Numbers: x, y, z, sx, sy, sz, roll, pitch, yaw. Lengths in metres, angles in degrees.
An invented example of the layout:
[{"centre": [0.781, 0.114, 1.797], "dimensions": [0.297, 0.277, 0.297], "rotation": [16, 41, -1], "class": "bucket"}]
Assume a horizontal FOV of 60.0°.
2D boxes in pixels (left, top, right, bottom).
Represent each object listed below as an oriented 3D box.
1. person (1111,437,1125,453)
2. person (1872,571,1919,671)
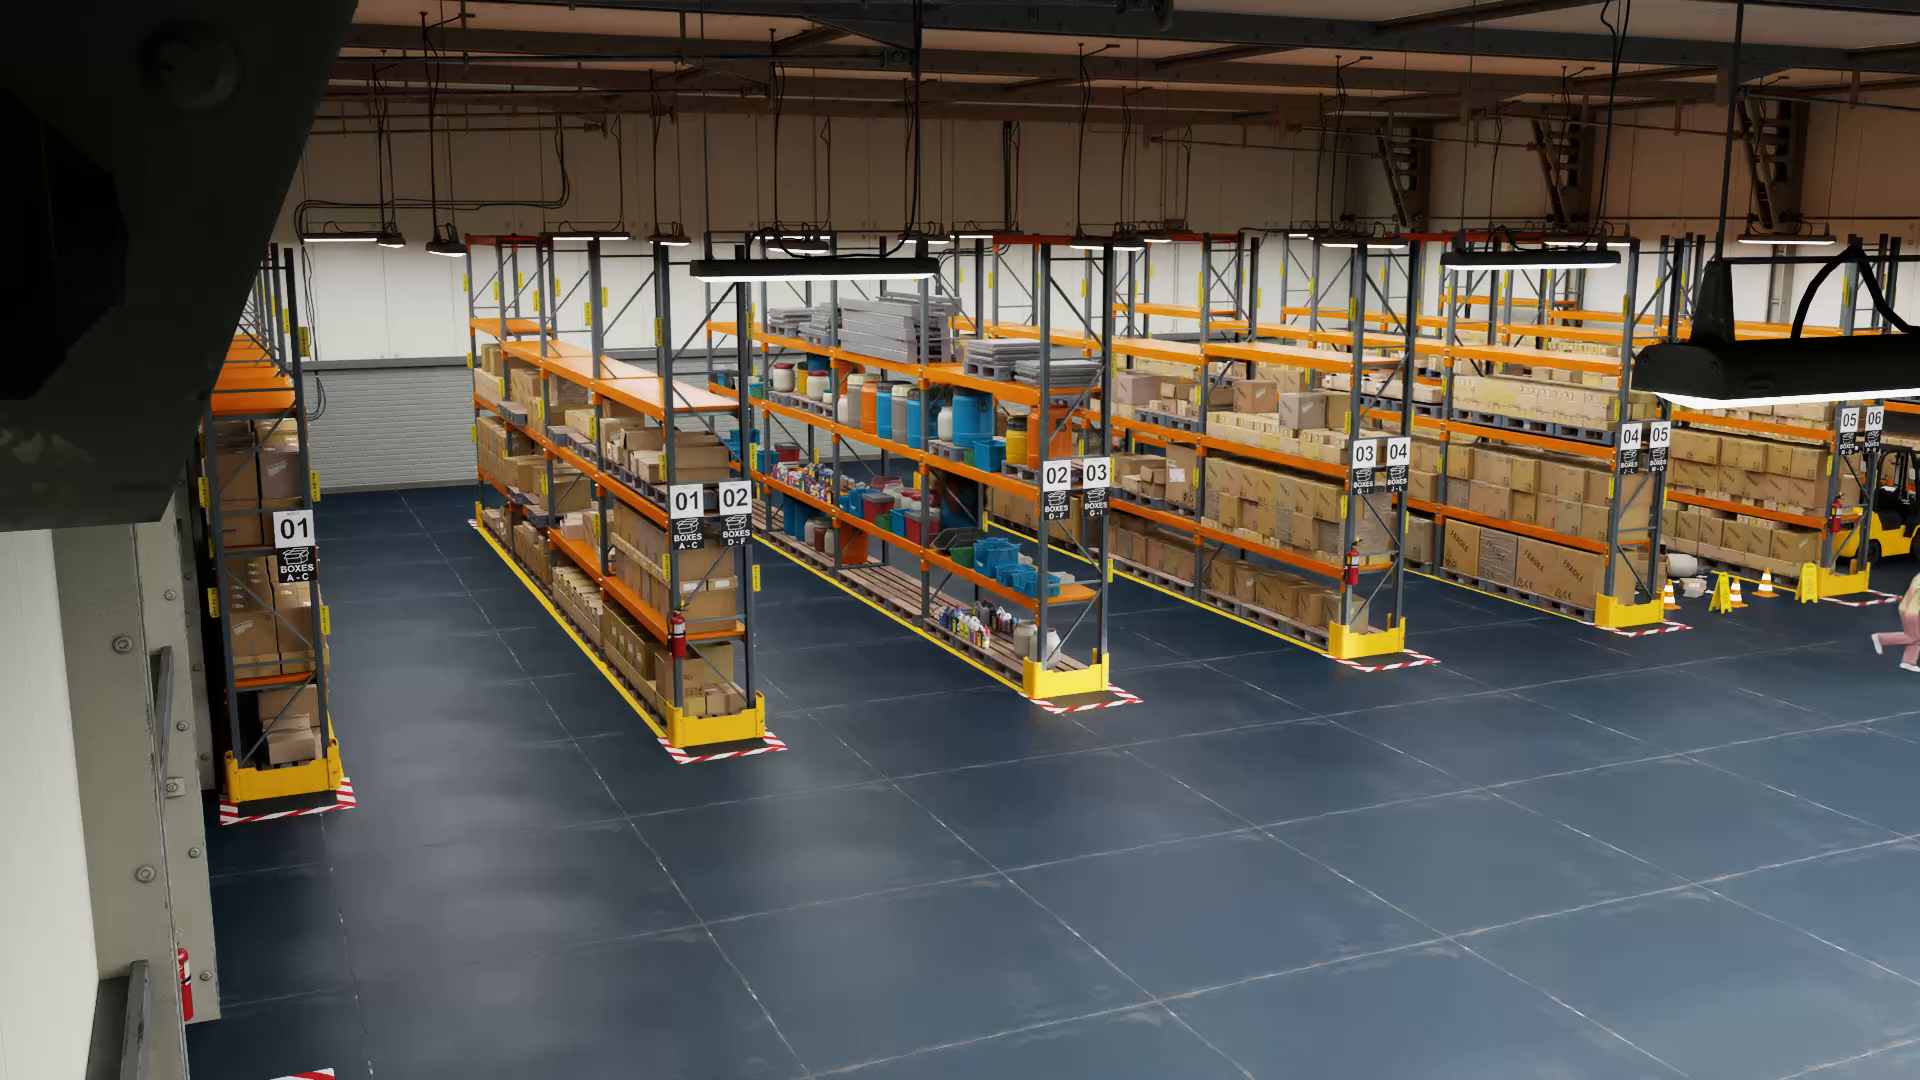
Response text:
[{"centre": [3.237, -1.417, 35.998], "dimensions": [0.647, 1.692, 0.924], "rotation": [-7, 13, -32], "class": "person"}, {"centre": [13.428, 1.054, 23.624], "dimensions": [0.777, 1.612, 0.576], "rotation": [4, 12, 21], "class": "person"}]
